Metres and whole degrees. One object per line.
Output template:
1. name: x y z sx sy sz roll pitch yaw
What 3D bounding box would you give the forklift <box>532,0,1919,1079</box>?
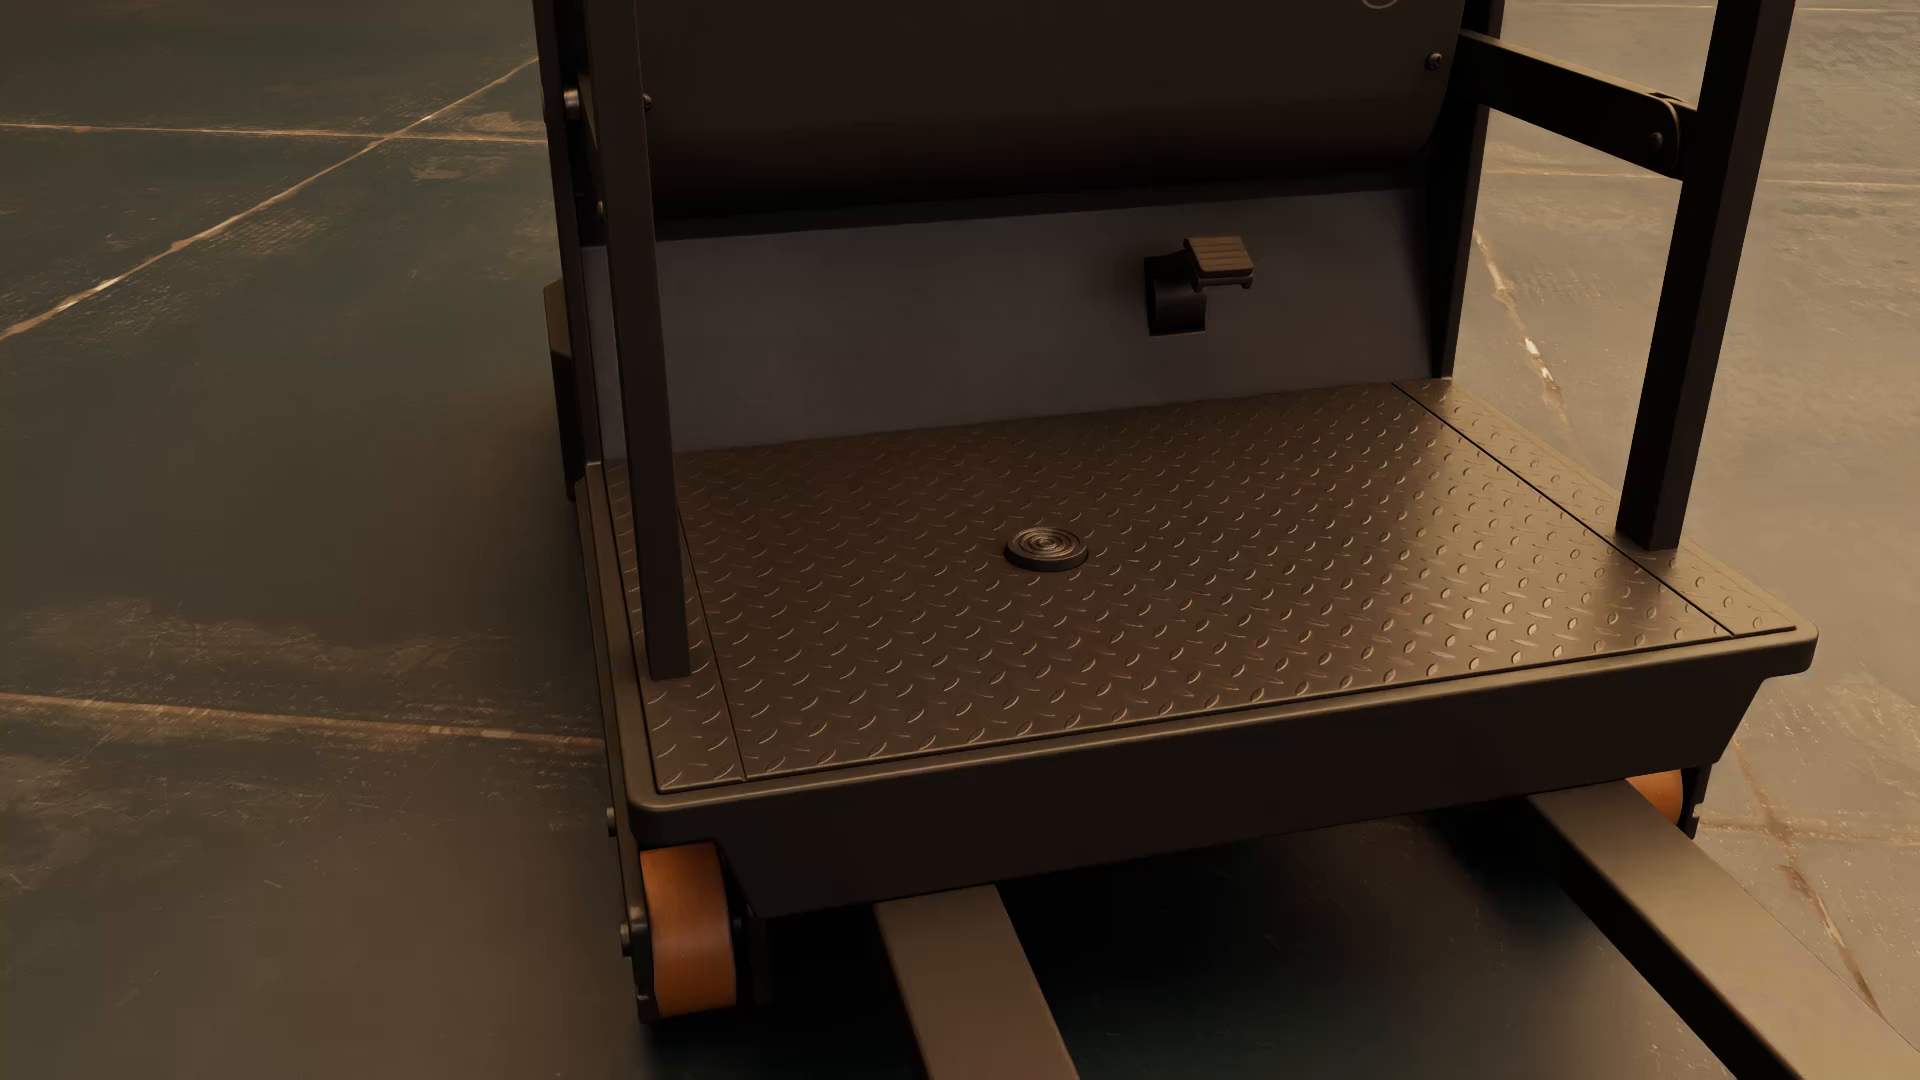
1. forklift: 0.153 -1.049 1.319 1.130 2.935 3.031 -7 27 -13
